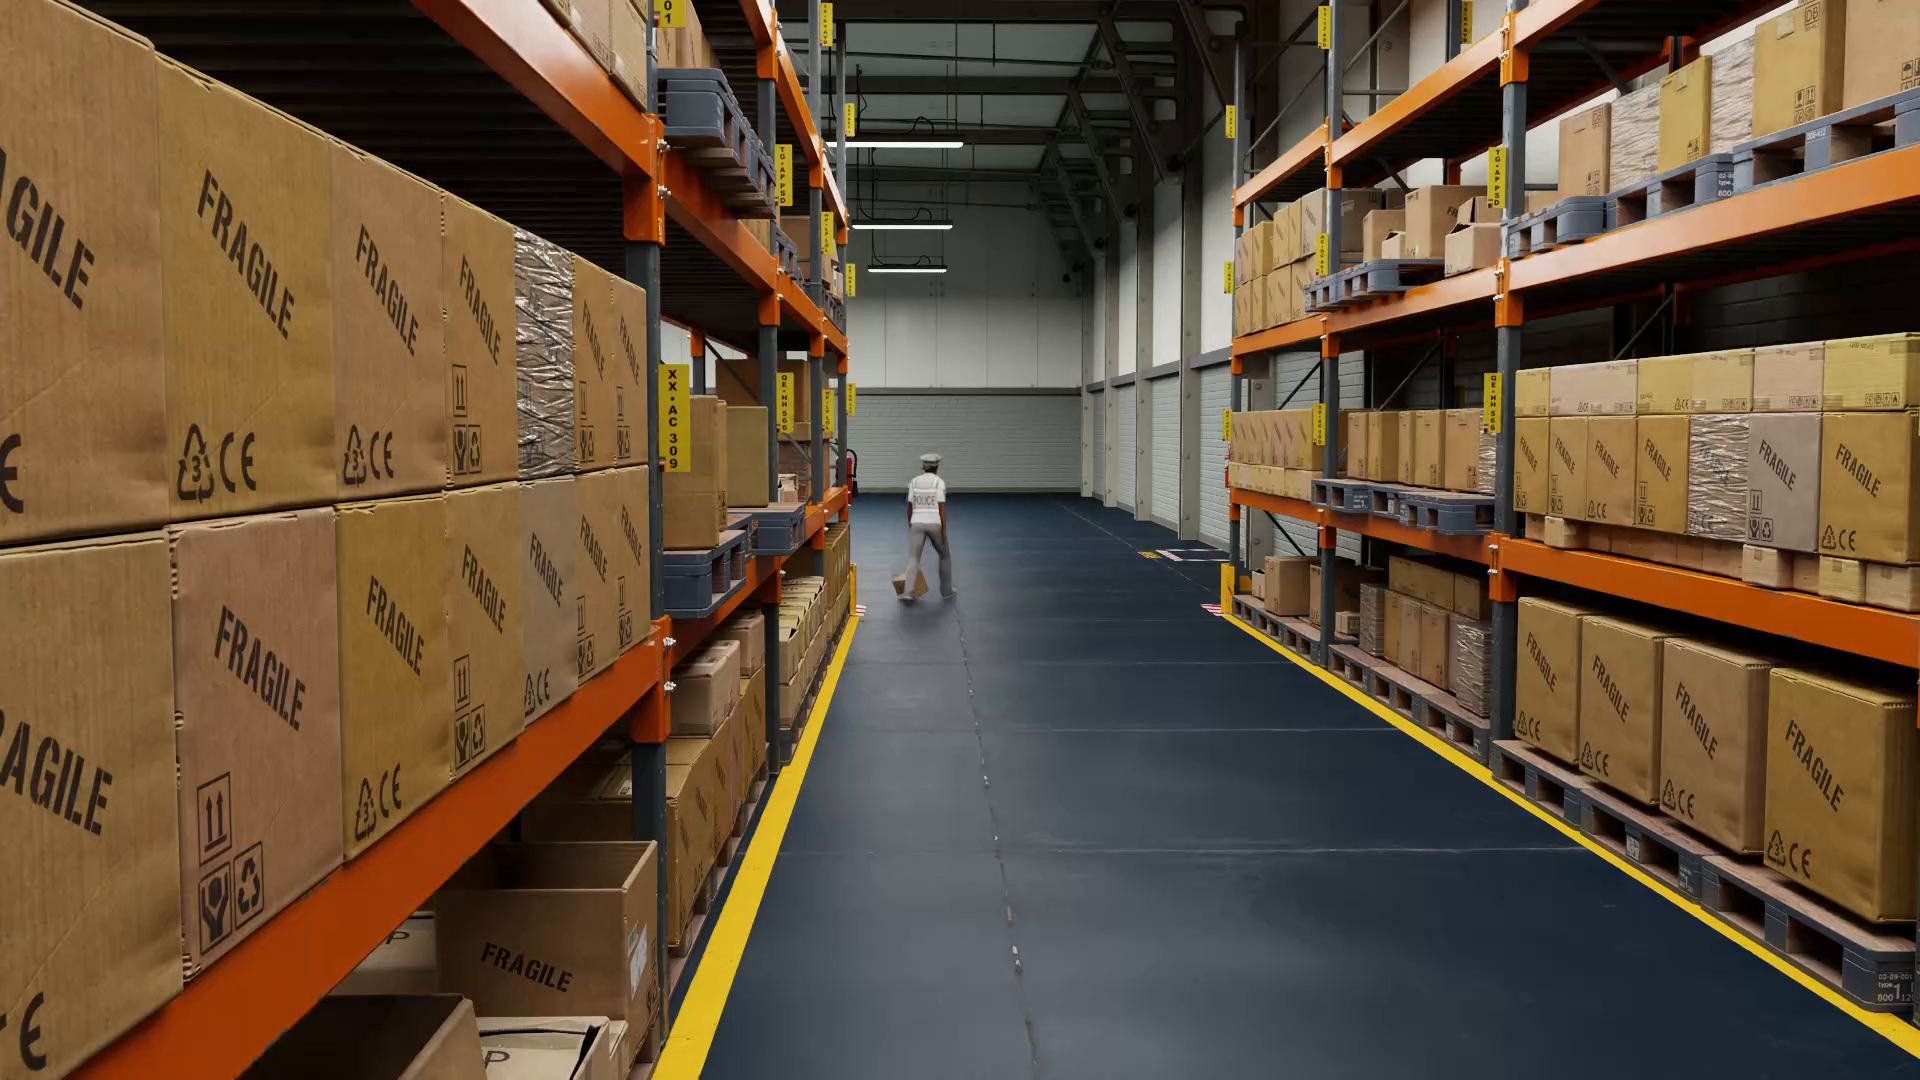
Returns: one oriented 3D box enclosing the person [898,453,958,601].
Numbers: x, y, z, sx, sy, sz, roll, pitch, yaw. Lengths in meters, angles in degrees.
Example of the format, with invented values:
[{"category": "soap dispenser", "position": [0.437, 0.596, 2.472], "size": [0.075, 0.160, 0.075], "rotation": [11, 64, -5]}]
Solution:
[{"category": "person", "position": [-0.361, -0.139, 18.255], "size": [0.488, 1.614, 0.943], "rotation": [1, 4, 17]}]
